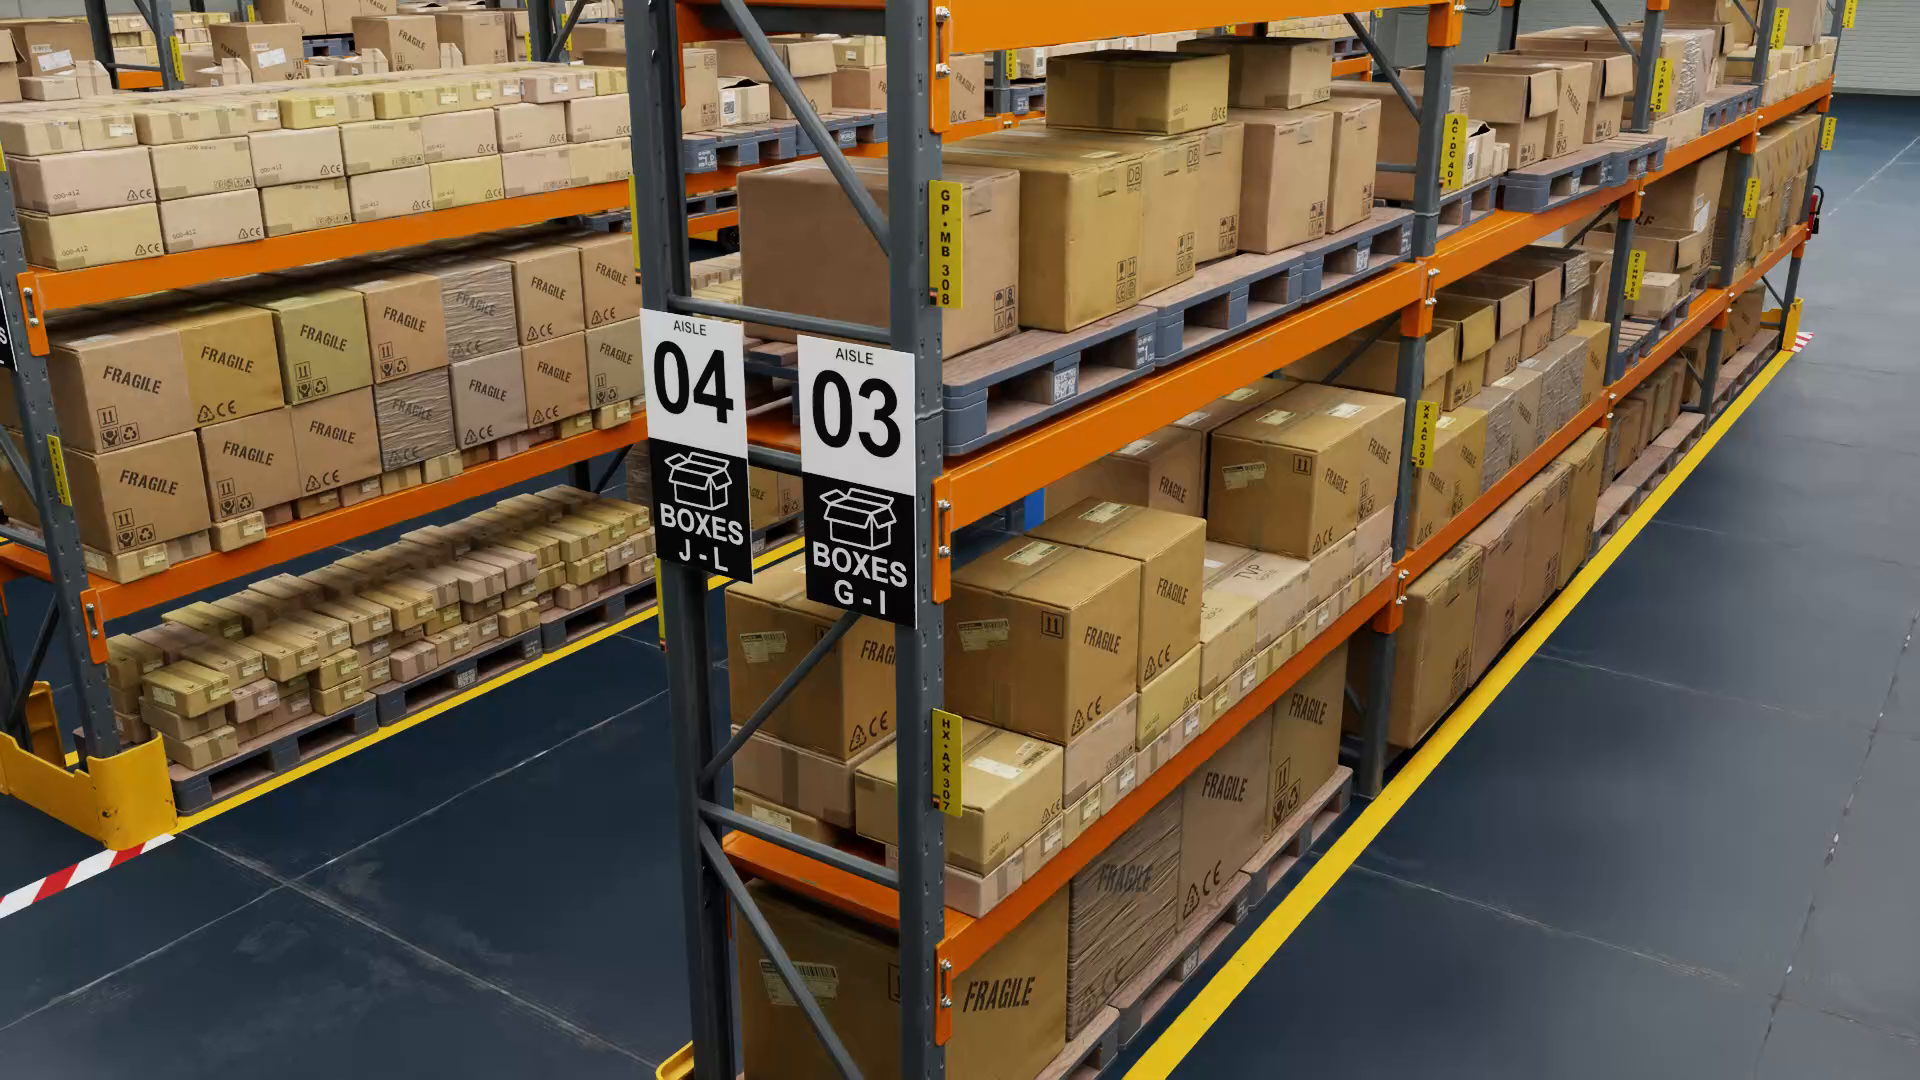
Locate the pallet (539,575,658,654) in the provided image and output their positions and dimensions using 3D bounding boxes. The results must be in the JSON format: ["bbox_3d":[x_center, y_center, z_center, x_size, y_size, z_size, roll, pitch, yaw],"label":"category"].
[{"bbox_3d":[-2.638,0.345,11.028,1.003,0.211,1.213,13,24,32],"label":"pallet"}]

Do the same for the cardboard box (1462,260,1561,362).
[{"bbox_3d":[3.212,-1.438,10.239,0.797,0.503,0.637,14,24,33],"label":"cardboard box"}]

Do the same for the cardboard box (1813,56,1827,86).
[{"bbox_3d":[8.163,-4.614,16.307,0.500,0.250,0.500,13,24,32],"label":"cardboard box"}]

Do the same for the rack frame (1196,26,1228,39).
[{"bbox_3d":[2.208,-6.271,16.248,1.000,3.000,0.127,13,24,32],"label":"rack frame"}]

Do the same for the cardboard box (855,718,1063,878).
[{"bbox_3d":[0.001,0.827,5.492,0.500,0.250,0.500,13,24,30],"label":"cardboard box"}]

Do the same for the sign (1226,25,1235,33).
[{"bbox_3d":[2.662,-5.152,16.346,0.100,0.325,0.005,13,24,32],"label":"sign"}]

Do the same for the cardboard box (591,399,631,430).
[{"bbox_3d":[-2.311,-0.822,10.525,0.380,0.149,0.250,13,24,30],"label":"cardboard box"}]

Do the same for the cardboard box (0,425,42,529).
[{"bbox_3d":[-4.498,-0.380,8.396,0.500,0.500,0.500,14,24,33],"label":"cardboard box"}]

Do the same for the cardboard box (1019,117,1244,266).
[{"bbox_3d":[0.649,-1.352,6.378,0.700,0.500,0.500,15,25,34],"label":"cardboard box"}]

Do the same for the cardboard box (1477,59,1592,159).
[{"bbox_3d":[3.309,-2.511,9.655,0.500,0.500,0.500,15,25,35],"label":"cardboard box"}]

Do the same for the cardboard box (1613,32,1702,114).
[{"bbox_3d":[4.770,-3.231,11.489,0.500,0.500,0.500,13,24,32],"label":"cardboard box"}]

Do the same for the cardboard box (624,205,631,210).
[{"bbox_3d":[-3.476,-3.527,17.232,0.380,0.149,0.250,12,23,28],"label":"cardboard box"}]

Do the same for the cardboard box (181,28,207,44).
[{"bbox_3d":[-8.461,-5.518,18.176,0.380,0.149,0.250,13,24,31],"label":"cardboard box"}]

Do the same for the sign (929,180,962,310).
[{"bbox_3d":[-0.037,-0.762,4.304,0.100,0.325,0.005,13,24,32],"label":"sign"}]

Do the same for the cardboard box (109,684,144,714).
[{"bbox_3d":[-4.477,0.779,8.911,0.380,0.149,0.250,13,24,30],"label":"cardboard box"}]

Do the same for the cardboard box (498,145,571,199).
[{"bbox_3d":[-2.632,-2.164,9.685,0.500,0.250,0.500,13,24,32],"label":"cardboard box"}]

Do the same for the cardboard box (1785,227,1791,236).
[{"bbox_3d":[8.273,-3.216,16.997,0.380,0.149,0.250,13,24,32],"label":"cardboard box"}]

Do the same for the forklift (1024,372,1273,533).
[{"bbox_3d":[1.592,-0.740,10.040,1.130,2.935,3.031,-11,23,-28],"label":"forklift"}]

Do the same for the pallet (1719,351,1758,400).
[{"bbox_3d":[7.287,-1.705,16.569,1.003,0.211,1.213,13,24,32],"label":"pallet"}]

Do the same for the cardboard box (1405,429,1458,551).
[{"bbox_3d":[2.221,-0.296,8.598,0.500,0.500,0.500,13,24,32],"label":"cardboard box"}]

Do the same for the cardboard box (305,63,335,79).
[{"bbox_3d":[-5.439,-3.888,13.859,0.380,0.166,0.250,11,23,28],"label":"cardboard box"}]

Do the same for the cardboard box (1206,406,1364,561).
[{"bbox_3d":[1.434,-0.260,7.350,0.500,0.500,0.500,14,24,32],"label":"cardboard box"}]

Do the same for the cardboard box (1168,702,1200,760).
[{"bbox_3d":[0.701,0.693,6.431,0.380,0.149,0.250,13,24,31],"label":"cardboard box"}]

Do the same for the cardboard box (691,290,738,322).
[{"bbox_3d":[-1.687,-1.544,11.014,0.380,0.149,0.250,15,25,35],"label":"cardboard box"}]

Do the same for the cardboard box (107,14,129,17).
[{"bbox_3d":[-9.149,-5.600,17.970,0.380,0.149,0.250,14,25,34],"label":"cardboard box"}]

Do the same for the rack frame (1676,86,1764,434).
[{"bbox_3d":[6.253,-2.461,14.595,1.000,3.000,0.127,13,24,32],"label":"rack frame"}]

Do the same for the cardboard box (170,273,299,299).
[{"bbox_3d":[-3.917,-1.146,9.026,0.500,0.500,0.500,15,25,34],"label":"cardboard box"}]

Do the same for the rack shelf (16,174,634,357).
[{"bbox_3d":[-3.414,-1.658,9.137,1.077,0.370,4.000,13,24,32],"label":"rack shelf"}]

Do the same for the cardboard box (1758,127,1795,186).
[{"bbox_3d":[7.550,-3.629,15.738,0.500,0.500,0.500,13,24,32],"label":"cardboard box"}]

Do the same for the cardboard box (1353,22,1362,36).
[{"bbox_3d":[4.408,-5.905,19.193,0.380,0.149,0.250,14,24,32],"label":"cardboard box"}]

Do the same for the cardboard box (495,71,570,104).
[{"bbox_3d":[-2.482,-2.621,9.624,0.380,0.149,0.250,13,24,32],"label":"cardboard box"}]

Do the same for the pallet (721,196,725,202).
[{"bbox_3d":[-2.493,-4.113,19.337,1.003,0.211,1.213,13,24,32],"label":"pallet"}]

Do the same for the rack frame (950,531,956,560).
[{"bbox_3d":[-0.202,-0.600,11.726,0.400,1.500,0.023,13,24,32],"label":"rack frame"}]

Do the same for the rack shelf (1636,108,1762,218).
[{"bbox_3d":[5.129,-2.957,12.649,1.077,0.370,4.000,13,24,32],"label":"rack shelf"}]

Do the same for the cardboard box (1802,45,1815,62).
[{"bbox_3d":[7.866,-4.620,15.749,0.380,0.149,0.250,12,23,29],"label":"cardboard box"}]

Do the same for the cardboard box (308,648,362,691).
[{"bbox_3d":[-3.532,0.678,9.183,0.380,0.149,0.250,14,25,33],"label":"cardboard box"}]

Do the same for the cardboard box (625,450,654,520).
[{"bbox_3d":[-2.082,-0.448,12.151,0.500,0.500,0.500,13,24,31],"label":"cardboard box"}]

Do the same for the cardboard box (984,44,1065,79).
[{"bbox_3d":[0.548,-4.084,14.037,0.500,0.311,0.500,13,24,32],"label":"cardboard box"}]

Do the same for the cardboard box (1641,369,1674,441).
[{"bbox_3d":[5.607,-1.190,14.128,0.700,0.500,0.500,13,24,31],"label":"cardboard box"}]

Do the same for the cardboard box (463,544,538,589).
[{"bbox_3d":[-2.805,0.160,10.154,0.380,0.149,0.250,12,23,29],"label":"cardboard box"}]

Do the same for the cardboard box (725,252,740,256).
[{"bbox_3d":[-2.236,-3.208,19.795,0.950,0.372,0.625,14,24,33],"label":"cardboard box"}]

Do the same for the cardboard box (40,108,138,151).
[{"bbox_3d":[-4.009,-1.891,7.650,0.380,0.149,0.250,14,25,34],"label":"cardboard box"}]

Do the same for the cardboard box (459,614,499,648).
[{"bbox_3d":[-3.012,0.515,10.052,0.380,0.149,0.250,14,24,33],"label":"cardboard box"}]

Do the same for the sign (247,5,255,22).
[{"bbox_3d":[-7.851,-5.756,18.434,0.100,0.325,0.005,13,24,32],"label":"sign"}]

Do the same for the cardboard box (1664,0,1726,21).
[{"bbox_3d":[6.295,-4.468,14.403,0.500,0.500,0.500,12,24,30],"label":"cardboard box"}]

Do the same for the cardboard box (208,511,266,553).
[{"bbox_3d":[-3.780,-0.074,8.503,0.380,0.149,0.250,12,24,30],"label":"cardboard box"}]

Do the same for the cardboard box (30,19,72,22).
[{"bbox_3d":[-9.199,-5.191,16.836,0.380,0.149,0.250,13,24,32],"label":"cardboard box"}]

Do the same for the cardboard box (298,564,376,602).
[{"bbox_3d":[-3.678,0.281,9.827,0.380,0.149,0.250,12,24,30],"label":"cardboard box"}]

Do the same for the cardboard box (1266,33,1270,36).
[{"bbox_3d":[2.979,-5.175,17.220,0.380,0.149,0.250,13,24,32],"label":"cardboard box"}]

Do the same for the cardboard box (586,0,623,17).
[{"bbox_3d":[-4.868,-7.599,23.261,0.797,0.503,0.637,14,25,34],"label":"cardboard box"}]

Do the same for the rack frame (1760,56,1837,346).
[{"bbox_3d":[8.502,-3.609,17.698,1.000,3.000,0.127,13,24,32],"label":"rack frame"}]

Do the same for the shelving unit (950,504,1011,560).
[{"bbox_3d":[0.004,-0.705,12.010,0.431,1.500,0.755,13,24,32],"label":"shelving unit"}]

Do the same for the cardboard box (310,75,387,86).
[{"bbox_3d":[-3.432,-2.516,9.341,0.380,0.149,0.250,15,25,34],"label":"cardboard box"}]

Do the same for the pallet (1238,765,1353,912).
[{"bbox_3d":[1.264,1.345,8.325,1.003,0.211,1.213,13,24,32],"label":"pallet"}]
